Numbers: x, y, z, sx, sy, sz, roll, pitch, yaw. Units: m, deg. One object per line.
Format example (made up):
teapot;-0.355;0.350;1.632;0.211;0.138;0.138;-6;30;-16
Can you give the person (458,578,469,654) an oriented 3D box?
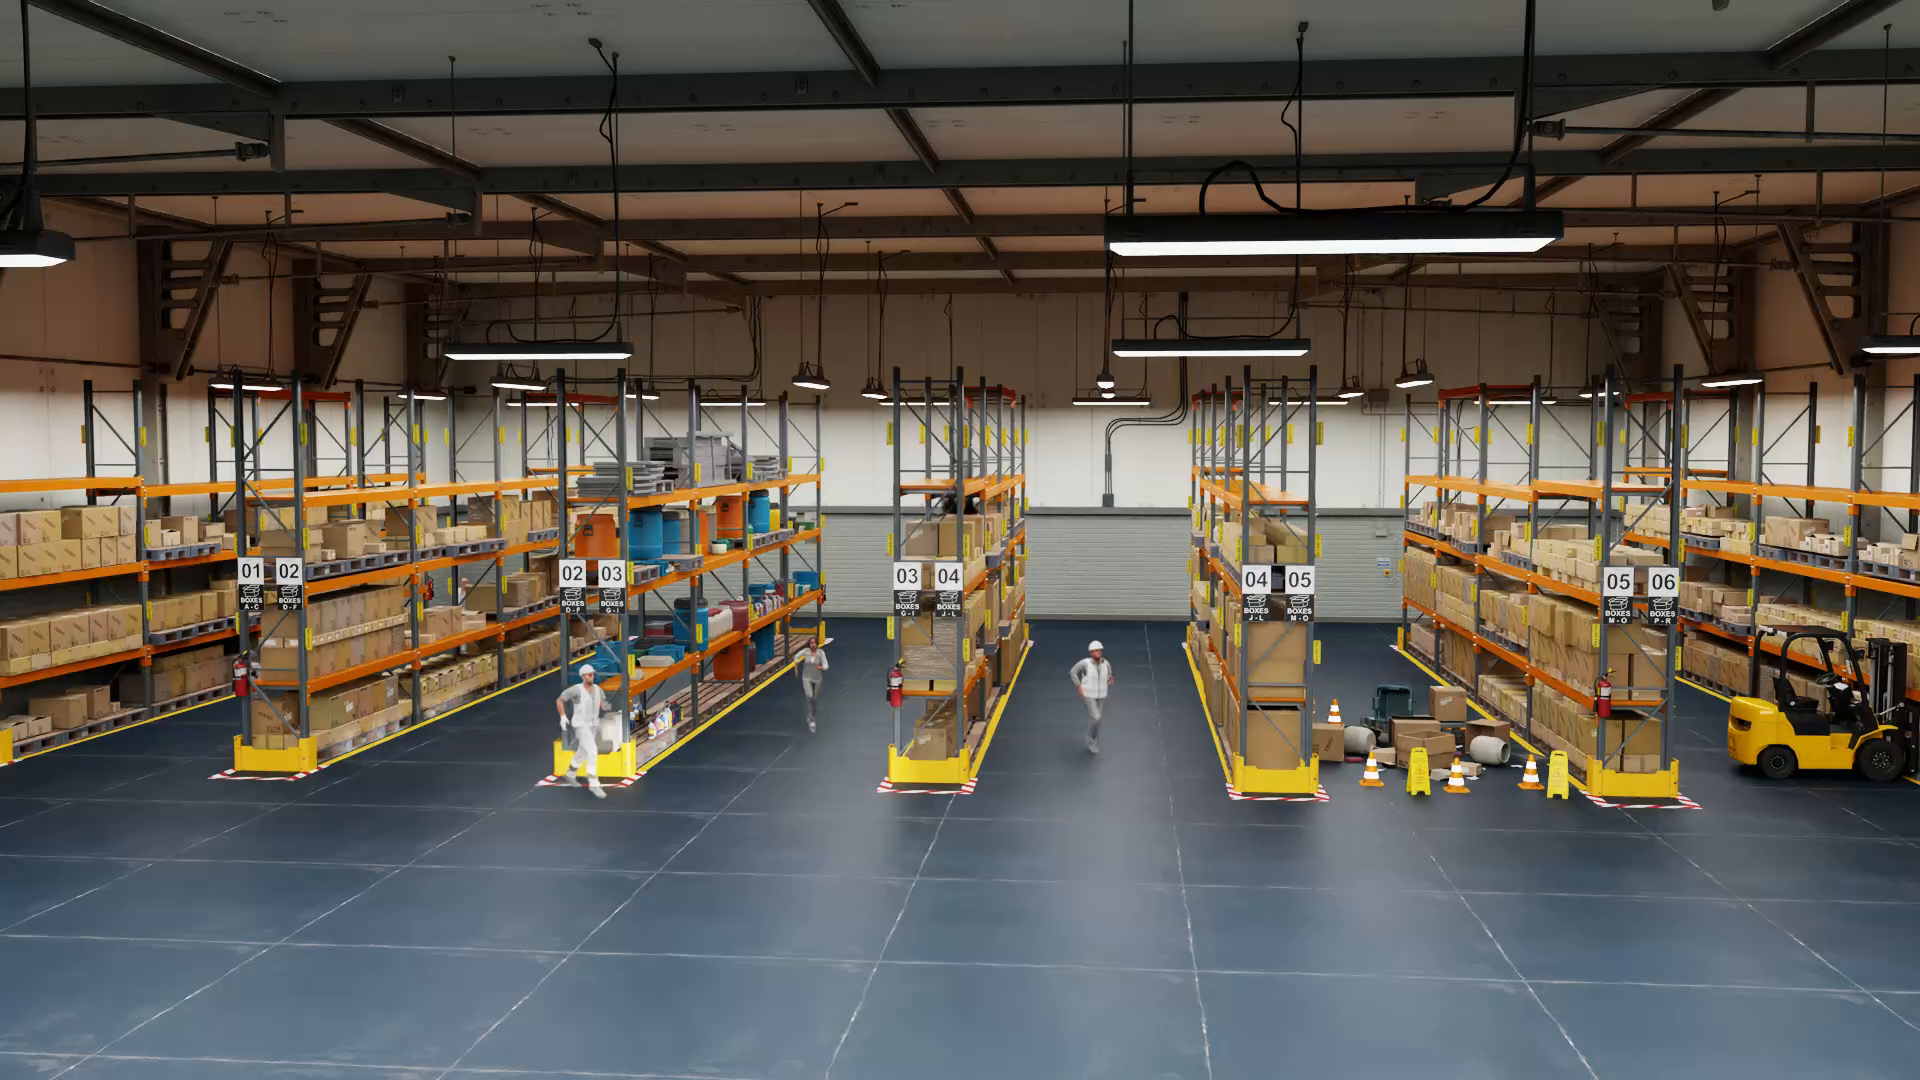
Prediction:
person;-11.279;1.749;37.939;0.716;1.785;0.961;0;4;1

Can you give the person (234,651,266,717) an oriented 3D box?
person;-11.525;2.556;27.093;0.607;1.623;0.967;0;4;-1

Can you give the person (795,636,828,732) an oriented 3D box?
person;-2.540;2.439;28.482;0.556;1.615;0.789;-1;4;-10

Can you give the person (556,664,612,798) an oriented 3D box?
person;-5.245;2.648;23.246;0.895;1.835;0.649;2;4;30

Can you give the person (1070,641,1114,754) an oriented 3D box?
person;2.128;2.498;26.365;0.658;1.807;0.795;-2;4;-24
